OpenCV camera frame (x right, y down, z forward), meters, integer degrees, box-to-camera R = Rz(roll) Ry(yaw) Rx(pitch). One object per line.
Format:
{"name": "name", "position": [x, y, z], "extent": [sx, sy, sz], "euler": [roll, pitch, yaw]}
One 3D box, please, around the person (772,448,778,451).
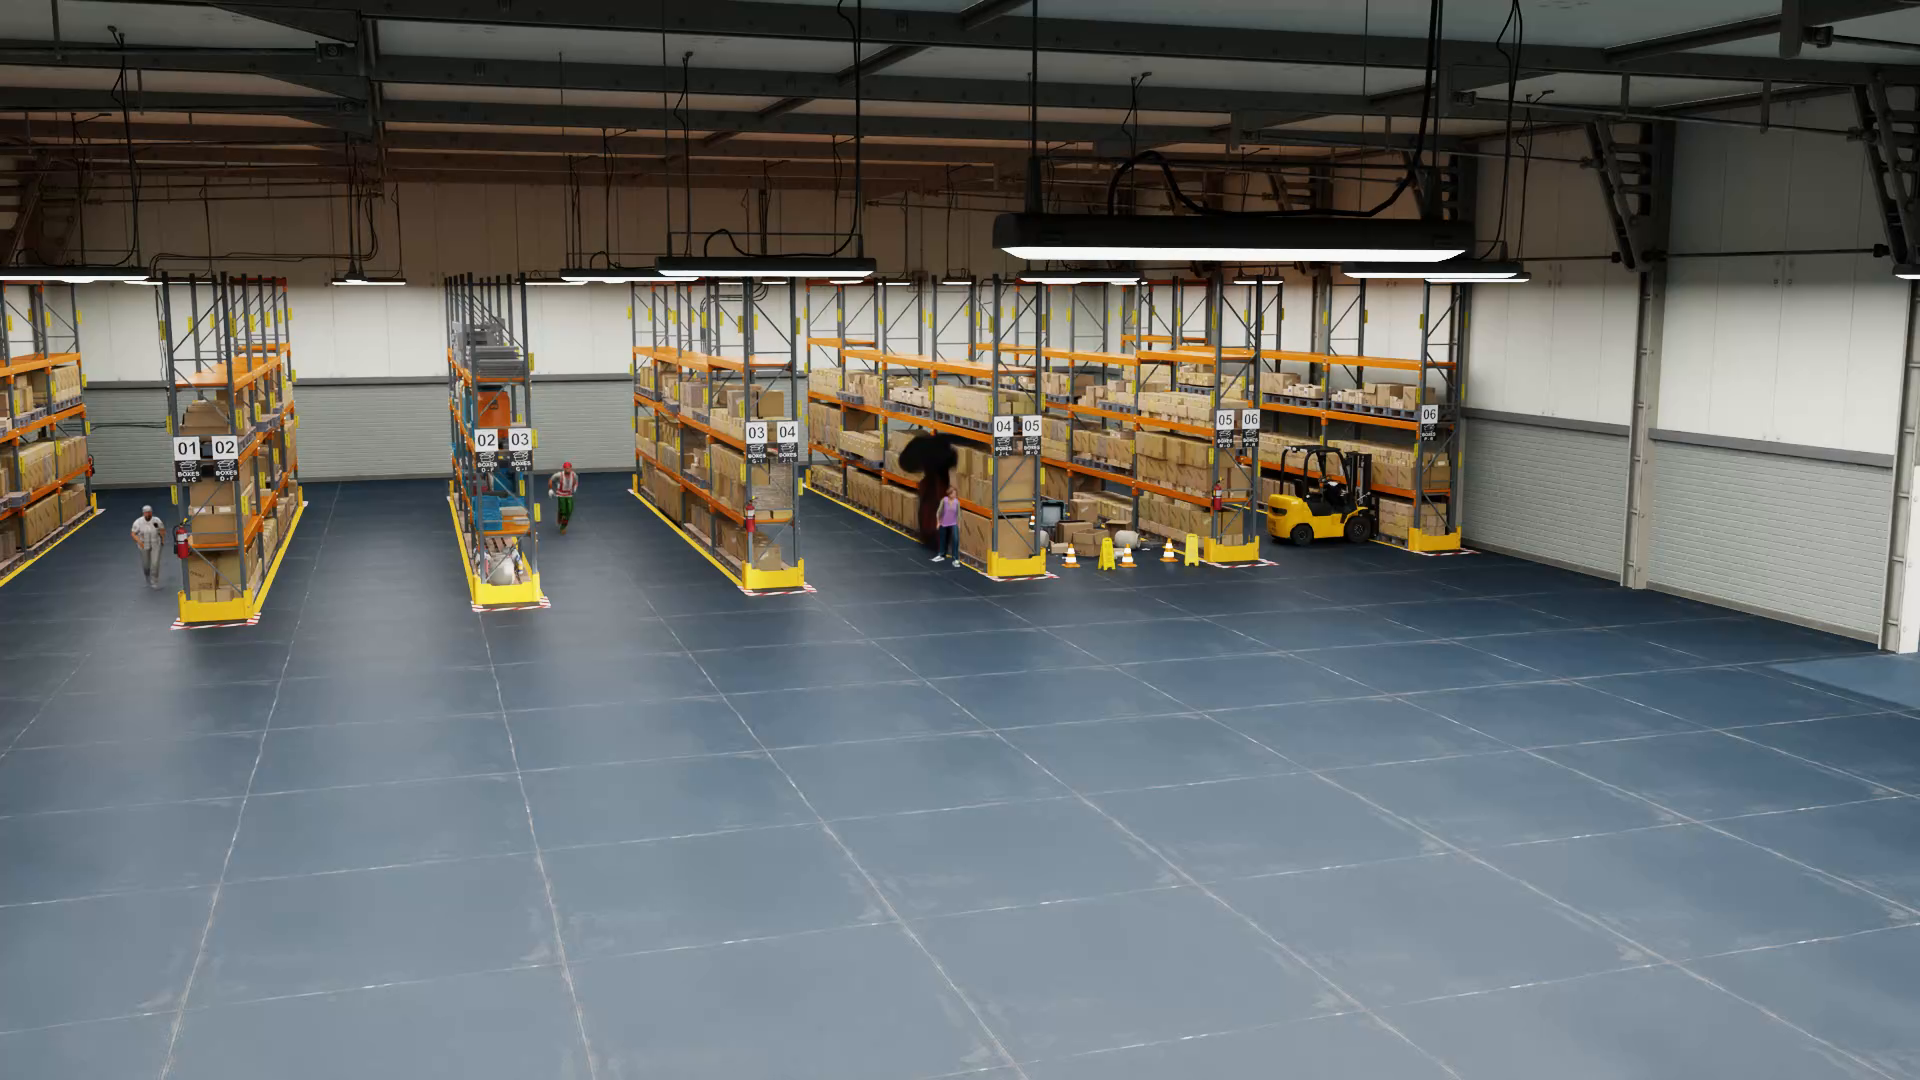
{"name": "person", "position": [-5.125, -2.140, 46.678], "extent": [0.630, 1.735, 0.772], "euler": [-2, 9, -15]}

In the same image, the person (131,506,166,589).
{"name": "person", "position": [-15.608, 0.120, 32.026], "extent": [0.610, 1.616, 0.725], "euler": [-4, 10, -26]}

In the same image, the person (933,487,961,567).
{"name": "person", "position": [-0.257, -0.289, 32.915], "extent": [0.558, 1.582, 0.605], "euler": [-1, 9, -5]}

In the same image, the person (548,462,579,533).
{"name": "person", "position": [-9.297, -1.001, 39.133], "extent": [0.661, 1.705, 0.743], "euler": [-6, 11, -35]}
